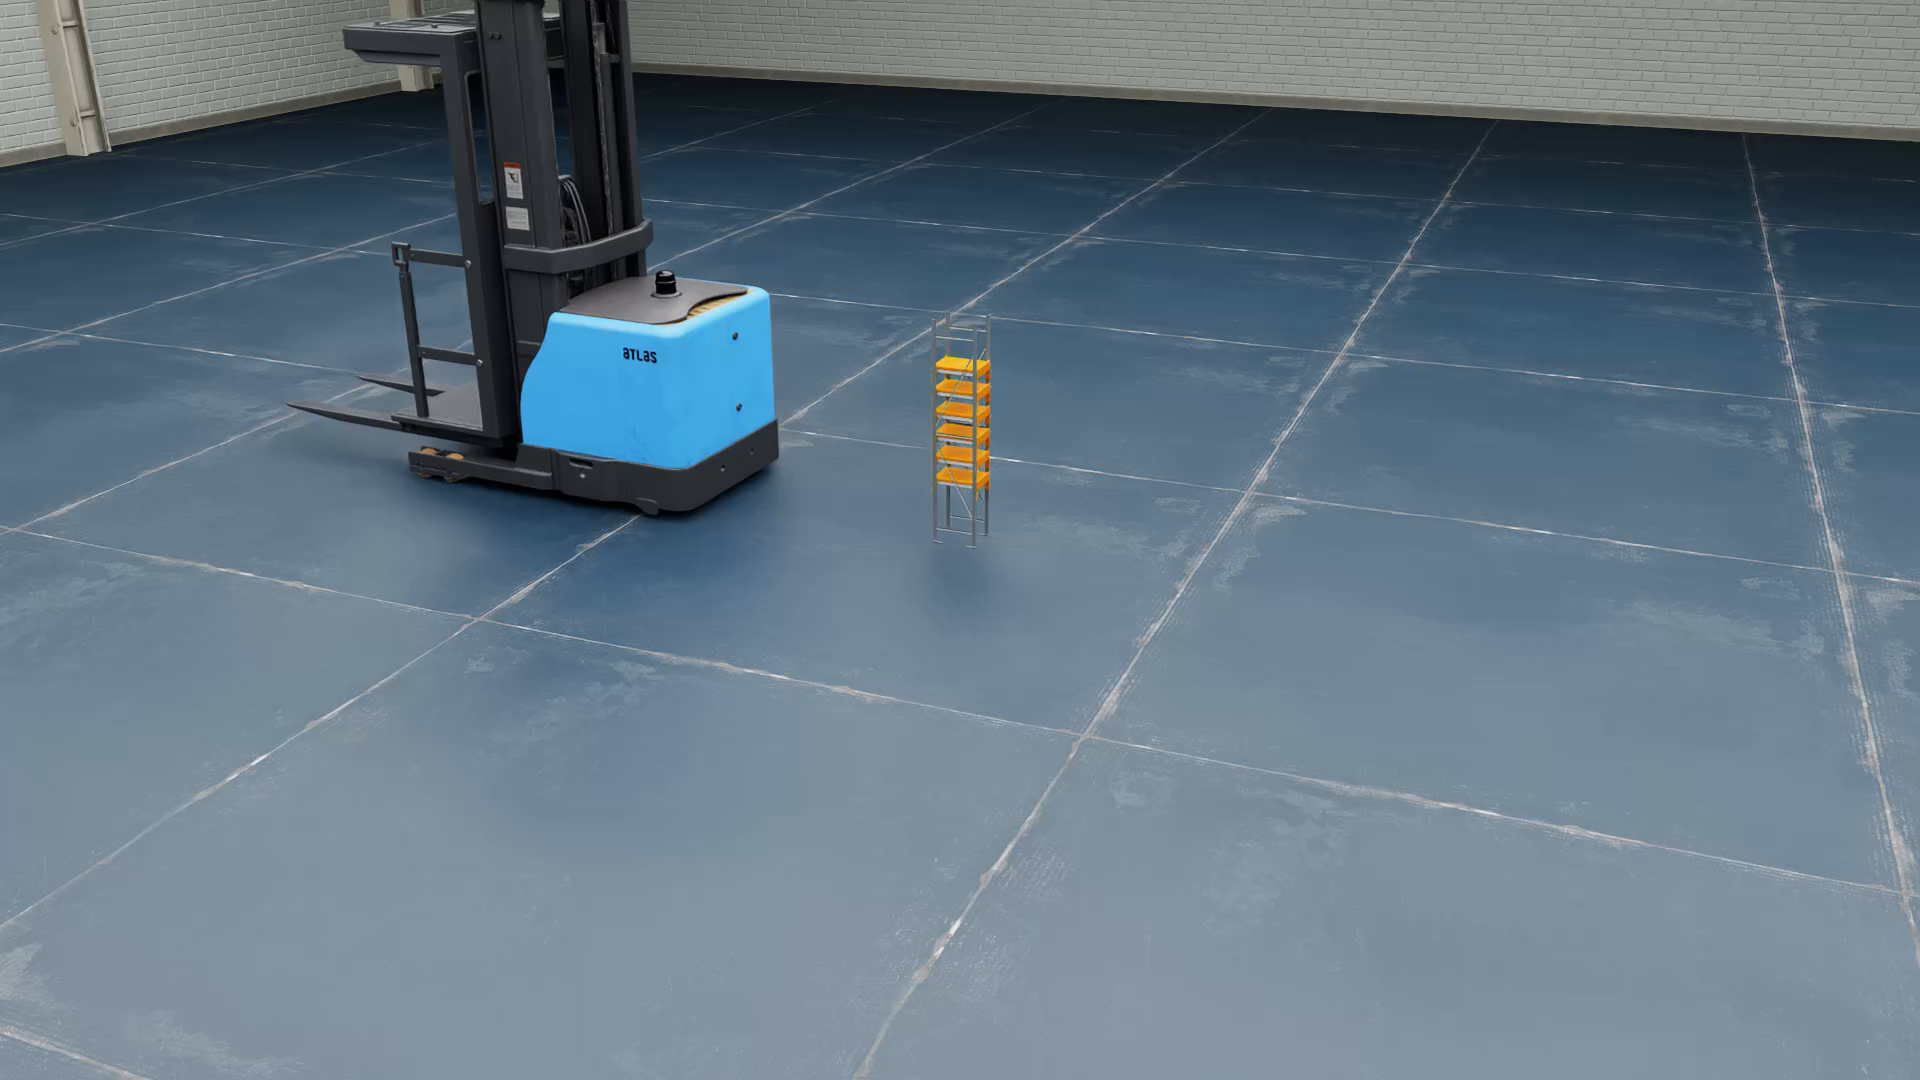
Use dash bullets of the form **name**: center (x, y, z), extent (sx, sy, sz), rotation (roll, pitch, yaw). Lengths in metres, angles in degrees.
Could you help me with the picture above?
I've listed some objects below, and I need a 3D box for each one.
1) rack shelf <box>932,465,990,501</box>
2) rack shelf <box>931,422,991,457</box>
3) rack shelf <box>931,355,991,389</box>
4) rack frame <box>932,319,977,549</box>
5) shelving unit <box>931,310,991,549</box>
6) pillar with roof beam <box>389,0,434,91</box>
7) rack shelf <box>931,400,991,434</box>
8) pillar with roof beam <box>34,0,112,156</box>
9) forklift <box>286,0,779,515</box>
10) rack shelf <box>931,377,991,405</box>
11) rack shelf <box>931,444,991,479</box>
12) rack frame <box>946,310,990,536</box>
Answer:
- **rack shelf**: center (0.005, -0.296, 8.641), extent (0.258, 0.103, 0.180), rotation (9, 24, 20)
- **rack shelf**: center (0.005, -0.518, 8.548), extent (0.258, 0.103, 0.180), rotation (9, 24, 20)
- **rack shelf**: center (0.005, -0.850, 8.410), extent (0.258, 0.103, 0.180), rotation (9, 24, 20)
- **rack frame**: center (-0.029, -0.526, 8.453), extent (0.240, 1.200, 0.006), rotation (9, 24, 20)
- **shelving unit**: center (0.005, -0.559, 8.531), extent (0.258, 1.200, 0.189), rotation (9, 24, 20)
- **pillar with roof beam**: center (-4.141, -10.293, 21.716), extent (9.100, 9.000, 0.400), rotation (9, 24, 20)
- **rack shelf**: center (0.005, -0.629, 8.502), extent (0.258, 0.103, 0.180), rotation (9, 24, 20)
- **pillar with roof beam**: center (-6.369, -8.146, 16.576), extent (9.100, 9.000, 0.400), rotation (9, 24, 20)
- **forklift**: center (-2.617, -1.854, 9.386), extent (3.031, 2.935, 1.130), rotation (10, 25, 23)
- **rack shelf**: center (0.005, -0.739, 8.456), extent (0.258, 0.103, 0.180), rotation (9, 24, 20)
- **rack shelf**: center (0.005, -0.407, 8.595), extent (0.258, 0.103, 0.180), rotation (9, 24, 20)
- **rack frame**: center (0.039, -0.592, 8.610), extent (0.240, 1.200, 0.006), rotation (9, 24, 20)
